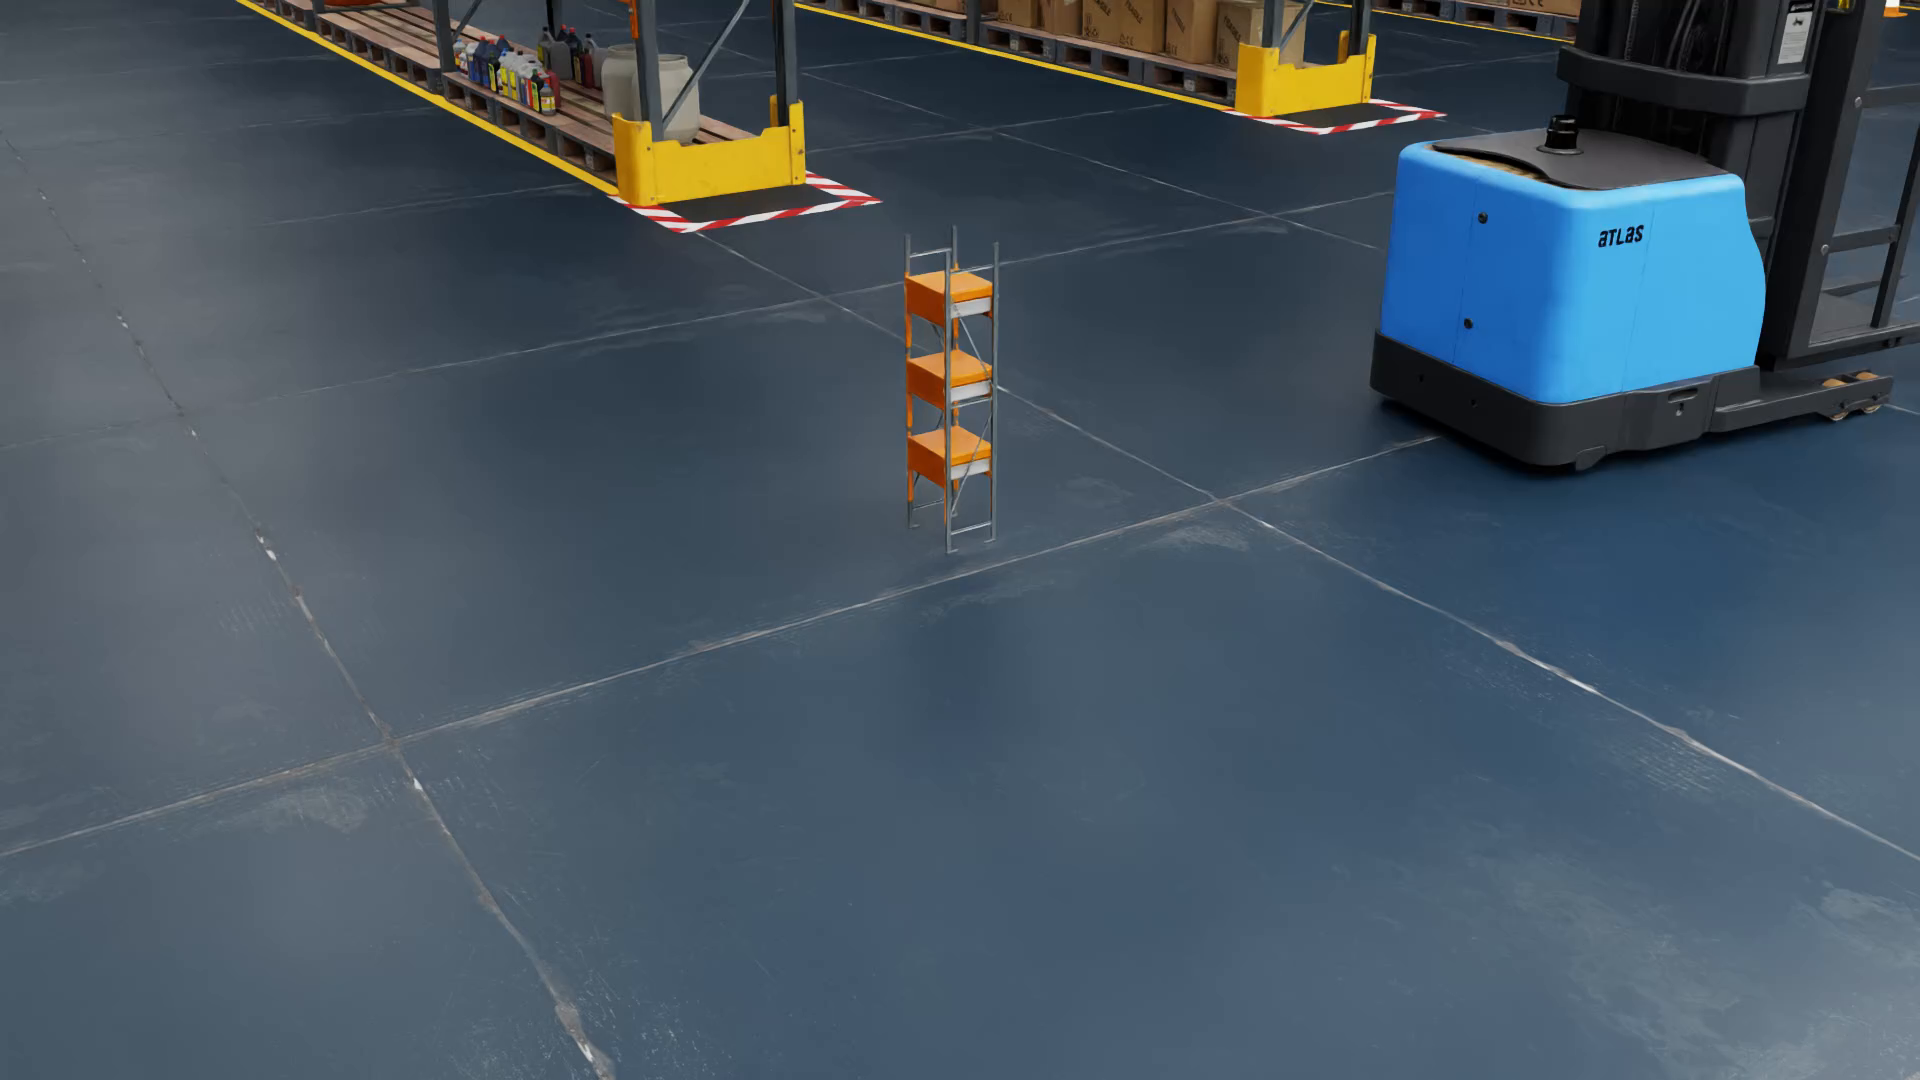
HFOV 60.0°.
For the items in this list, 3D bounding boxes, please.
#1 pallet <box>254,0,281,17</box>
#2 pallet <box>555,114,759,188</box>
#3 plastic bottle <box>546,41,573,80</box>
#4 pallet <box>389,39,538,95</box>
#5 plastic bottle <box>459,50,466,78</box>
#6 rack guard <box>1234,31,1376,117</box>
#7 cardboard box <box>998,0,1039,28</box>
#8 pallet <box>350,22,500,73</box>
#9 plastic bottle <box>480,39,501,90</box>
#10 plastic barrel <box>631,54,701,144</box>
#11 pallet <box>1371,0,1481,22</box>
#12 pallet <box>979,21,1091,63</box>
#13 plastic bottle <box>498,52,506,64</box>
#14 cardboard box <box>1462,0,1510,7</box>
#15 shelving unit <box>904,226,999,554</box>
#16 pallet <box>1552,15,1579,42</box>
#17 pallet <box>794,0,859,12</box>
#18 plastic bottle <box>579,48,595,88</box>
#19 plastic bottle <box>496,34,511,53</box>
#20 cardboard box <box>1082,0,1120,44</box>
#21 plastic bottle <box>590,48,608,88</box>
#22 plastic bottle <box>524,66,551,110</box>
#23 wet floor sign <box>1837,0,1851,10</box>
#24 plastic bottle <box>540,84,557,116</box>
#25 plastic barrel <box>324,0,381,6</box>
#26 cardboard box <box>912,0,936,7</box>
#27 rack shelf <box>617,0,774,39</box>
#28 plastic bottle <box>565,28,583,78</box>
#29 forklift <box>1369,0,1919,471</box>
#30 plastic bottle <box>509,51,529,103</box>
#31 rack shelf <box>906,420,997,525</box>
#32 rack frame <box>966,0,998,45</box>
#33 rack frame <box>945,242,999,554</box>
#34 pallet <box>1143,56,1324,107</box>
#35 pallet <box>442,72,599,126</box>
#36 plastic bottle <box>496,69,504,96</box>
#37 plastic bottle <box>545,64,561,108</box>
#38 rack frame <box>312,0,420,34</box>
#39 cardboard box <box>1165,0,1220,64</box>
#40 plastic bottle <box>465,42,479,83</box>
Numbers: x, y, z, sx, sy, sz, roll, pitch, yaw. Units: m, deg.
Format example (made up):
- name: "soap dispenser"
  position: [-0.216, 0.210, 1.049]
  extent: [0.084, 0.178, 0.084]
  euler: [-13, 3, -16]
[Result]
- name: "pallet"
  position: [-6.950, -5.841, 17.876]
  extent: [1.003, 0.211, 1.213]
  euler: [-16, 29, -30]
- name: "pallet"
  position: [-1.976, -2.580, 10.967]
  extent: [1.003, 0.211, 1.213]
  euler: [-16, 29, -30]
- name: "plastic bottle"
  position: [-3.052, -3.655, 12.654]
  extent: [0.152, 0.276, 0.135]
  euler: [-16, 29, -30]
- name: "pallet"
  position: [-4.101, -3.974, 13.921]
  extent: [1.003, 0.211, 1.213]
  euler: [-16, 29, -30]
- name: "plastic bottle"
  position: [-3.777, -3.644, 12.719]
  extent: [0.097, 0.201, 0.097]
  euler: [0, 25, 0]
- name: "rack guard"
  position: [2.652, -3.584, 12.756]
  extent: [1.175, 0.500, 0.348]
  euler: [-16, 29, -30]
- name: "cardboard box"
  position: [0.695, -5.025, 15.316]
  extent: [0.500, 0.500, 0.500]
  euler: [-17, 30, -31]
- name: "pallet"
  position: [-4.771, -4.411, 14.847]
  extent: [1.003, 0.211, 1.213]
  euler: [-16, 29, -30]
- name: "plastic bottle"
  position: [-3.444, -3.511, 12.262]
  extent: [0.144, 0.351, 0.185]
  euler: [-17, 30, -32]
- name: "plastic barrel"
  position: [-1.879, -2.815, 10.622]
  extent: [0.421, 0.512, 0.421]
  euler: [0, 25, 0]
- name: "pallet"
  position: [5.071, -5.686, 17.548]
  extent: [1.003, 0.211, 1.213]
  euler: [-16, 29, -30]
- name: "pallet"
  position: [0.907, -4.625, 15.299]
  extent: [1.003, 0.211, 1.213]
  euler: [-16, 29, -30]
- name: "plastic bottle"
  position: [-3.332, -3.432, 12.186]
  extent: [0.097, 0.271, 0.097]
  euler: [0, 25, 0]
- name: "cardboard box"
  position: [5.501, -5.904, 16.739]
  extent: [0.875, 0.875, 0.875]
  euler: [-15, 29, -29]
- name: "shelving unit"
  position: [-0.029, -0.494, 5.566]
  extent: [0.215, 1.050, 0.252]
  euler: [-16, 29, -30]
- name: "pallet"
  position: [6.403, -4.813, 15.699]
  extent: [1.003, 0.211, 1.213]
  euler: [-16, 29, -30]
- name: "pallet"
  position: [-1.248, -6.007, 18.228]
  extent: [1.003, 0.211, 1.213]
  euler: [-16, 29, -30]
- name: "plastic bottle"
  position: [-2.769, -3.503, 12.322]
  extent: [0.061, 0.283, 0.133]
  euler: [-16, 29, -30]
- name: "plastic bottle"
  position: [-3.426, -3.613, 12.477]
  extent: [0.144, 0.351, 0.185]
  euler: [-16, 29, -30]
- name: "cardboard box"
  position: [1.419, -4.618, 14.455]
  extent: [0.500, 0.500, 0.500]
  euler: [-19, 31, -34]
- name: "plastic bottle"
  position: [-2.680, -3.524, 12.377]
  extent: [0.152, 0.276, 0.135]
  euler: [-15, 29, -29]
- name: "plastic bottle"
  position: [-2.940, -3.151, 11.587]
  extent: [0.152, 0.276, 0.135]
  euler: [-15, 29, -29]
- name: "wet floor sign"
  position: [8.580, -5.193, 15.995]
  extent: [0.267, 0.644, 0.232]
  euler: [-22, 33, -38]
- name: "plastic bottle"
  position: [-2.826, -3.021, 11.398]
  extent: [0.097, 0.201, 0.097]
  euler: [0, 25, 0]
- name: "plastic barrel"
  position: [-6.104, -5.774, 16.517]
  extent: [0.600, 0.830, 0.708]
  euler: [-16, 29, -30]
- name: "cardboard box"
  position: [-0.051, -5.586, 16.481]
  extent: [0.700, 0.500, 0.500]
  euler: [-16, 29, -30]
- name: "rack shelf"
  position: [-2.548, -3.923, 11.388]
  extent: [1.077, 0.370, 4.000]
  euler: [-16, 29, -30]
- name: "plastic bottle"
  position: [-2.942, -3.733, 12.731]
  extent: [0.144, 0.351, 0.185]
  euler: [-17, 30, -32]
- name: "forklift"
  position: [3.266, -2.002, 6.558]
  extent: [3.031, 2.935, 1.130]
  euler: [-12, 28, -23]
- name: "plastic bottle"
  position: [-3.110, -3.293, 11.799]
  extent: [0.144, 0.351, 0.185]
  euler: [-14, 29, -27]
- name: "rack shelf"
  position: [-0.029, -0.233, 5.690]
  extent: [0.215, 0.259, 0.240]
  euler: [-16, 29, -30]
- name: "rack frame"
  position: [0.510, -6.118, 15.195]
  extent: [1.000, 3.000, 0.127]
  euler: [-16, 29, -30]
- name: "rack frame"
  position: [0.037, -0.450, 5.474]
  extent: [0.200, 1.050, 0.008]
  euler: [-16, 29, -30]
- name: "pallet"
  position: [2.239, -3.752, 13.450]
  extent: [1.003, 0.211, 1.213]
  euler: [-16, 29, -30]
- name: "pallet"
  position: [-3.308, -3.452, 12.816]
  extent: [1.003, 0.211, 1.213]
  euler: [-16, 29, -30]
- name: "plastic bottle"
  position: [-3.309, -3.337, 12.068]
  extent: [0.097, 0.201, 0.097]
  euler: [0, 25, 0]
- name: "plastic bottle"
  position: [-2.852, -3.180, 11.638]
  extent: [0.061, 0.283, 0.133]
  euler: [-16, 29, -30]
- name: "rack frame"
  position: [-5.823, -6.394, 15.781]
  extent: [1.000, 3.000, 0.127]
  euler: [-16, 29, -30]
- name: "cardboard box"
  position: [2.012, -4.180, 13.526]
  extent: [0.500, 0.500, 0.500]
  euler: [-8, 26, -16]
- name: "plastic bottle"
  position: [-3.633, -3.605, 12.548]
  extent: [0.152, 0.276, 0.135]
  euler: [-14, 29, -28]
